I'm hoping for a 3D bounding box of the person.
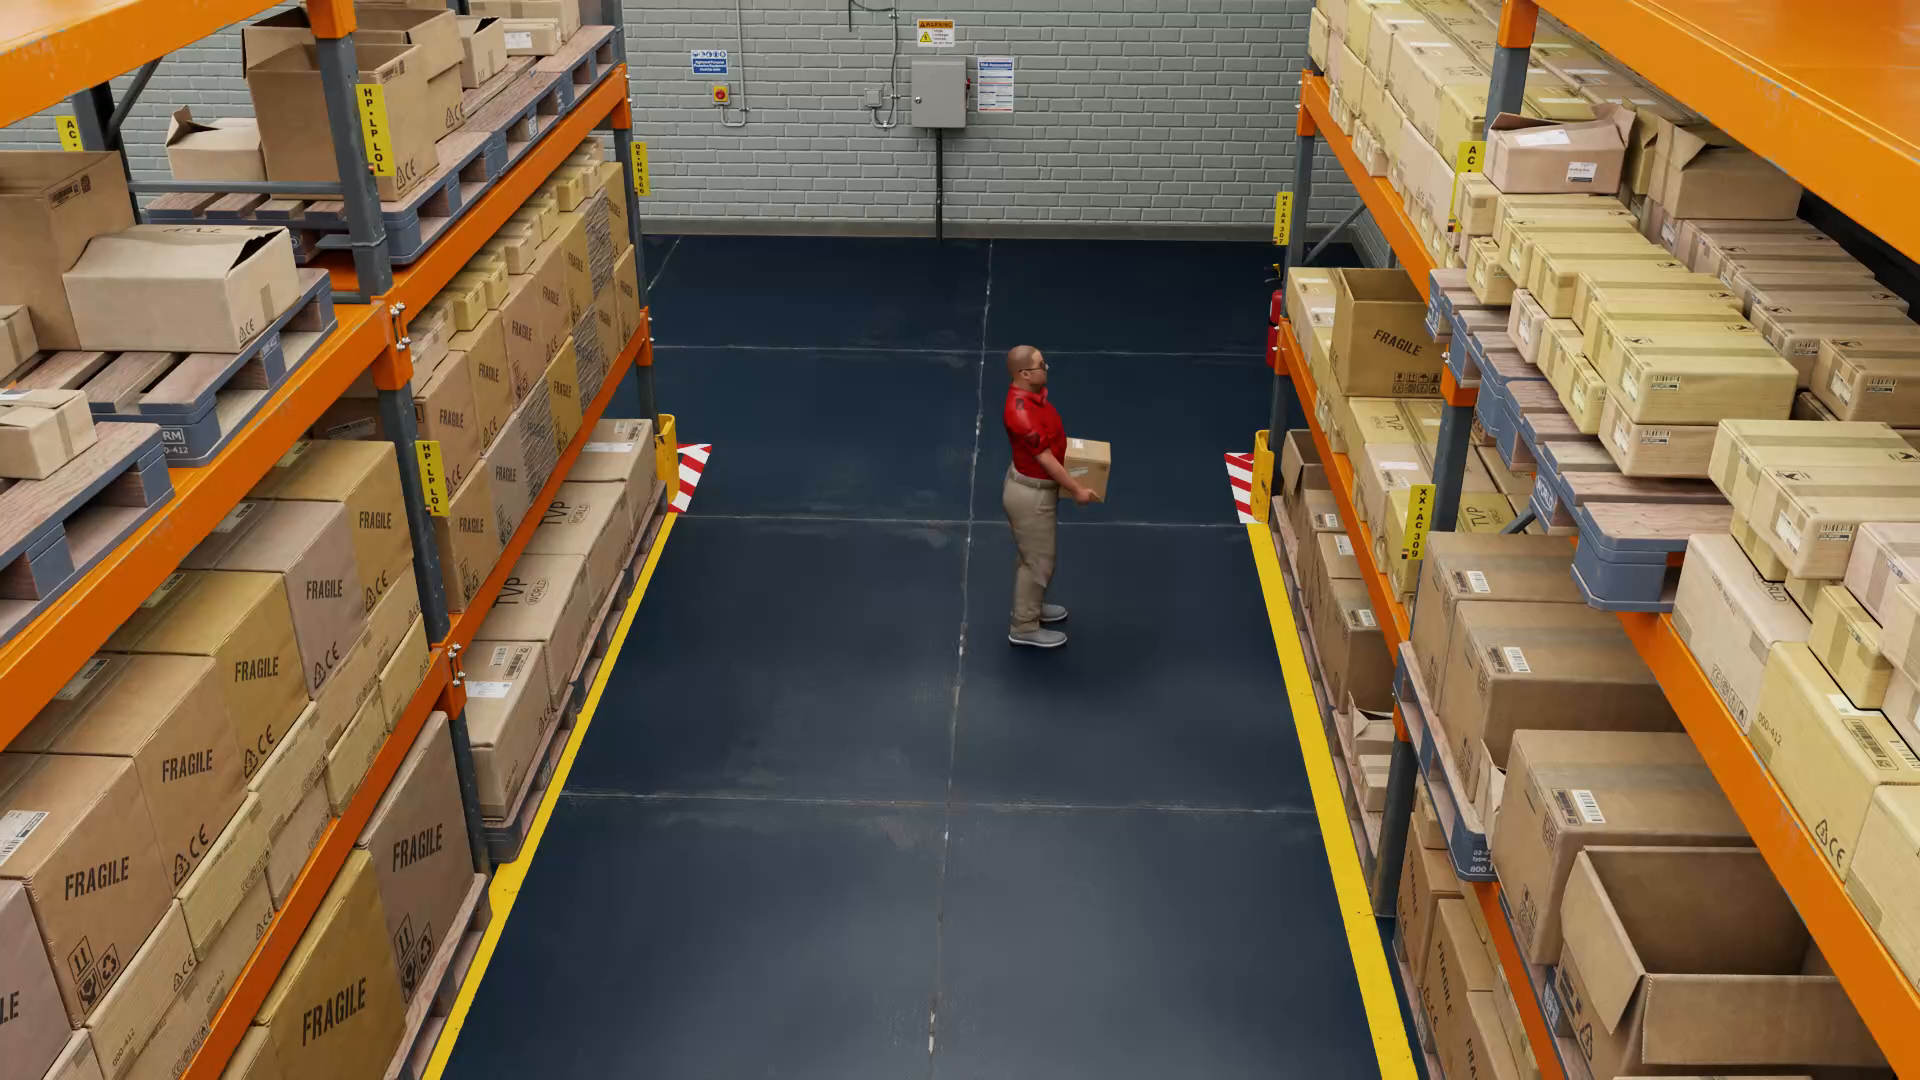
[{"bbox_3d":[0.499,-0.254,9.133,0.531,1.713,0.494,1,28,3],"label":"person"}]
